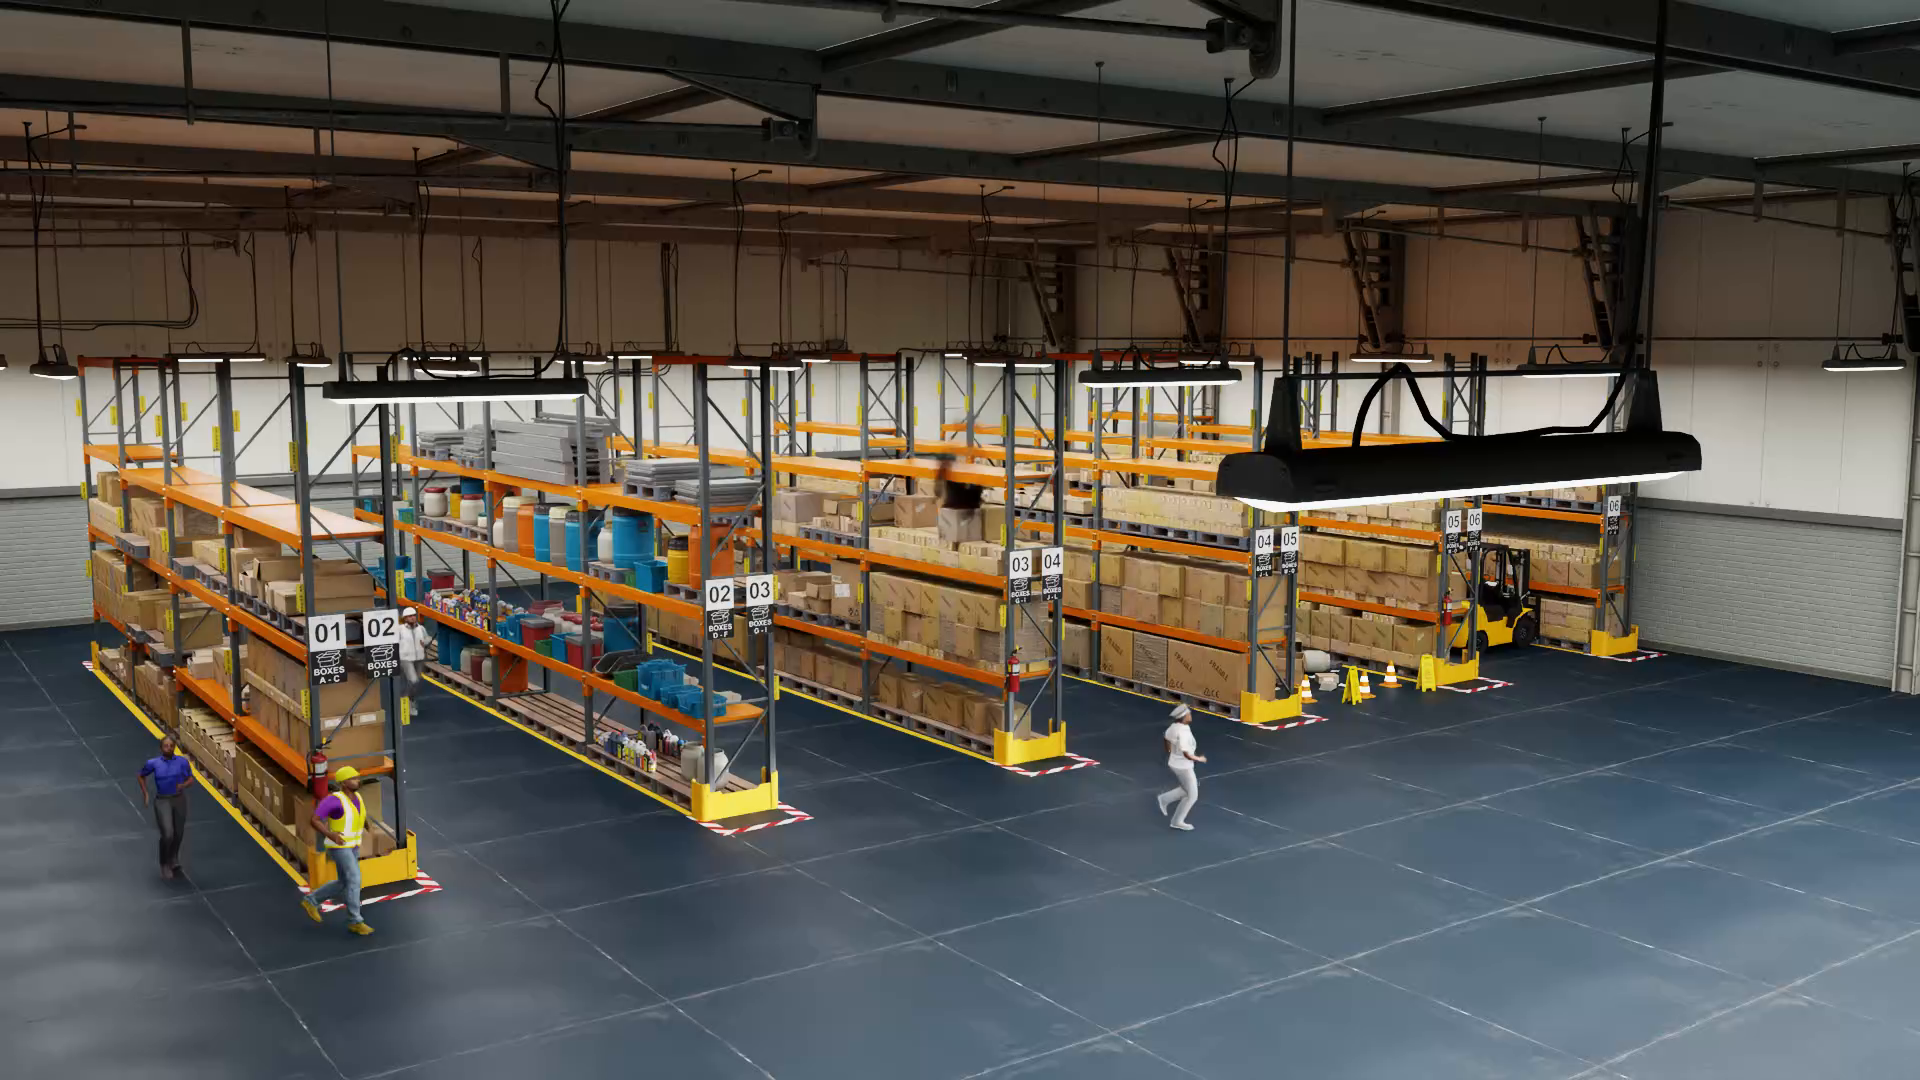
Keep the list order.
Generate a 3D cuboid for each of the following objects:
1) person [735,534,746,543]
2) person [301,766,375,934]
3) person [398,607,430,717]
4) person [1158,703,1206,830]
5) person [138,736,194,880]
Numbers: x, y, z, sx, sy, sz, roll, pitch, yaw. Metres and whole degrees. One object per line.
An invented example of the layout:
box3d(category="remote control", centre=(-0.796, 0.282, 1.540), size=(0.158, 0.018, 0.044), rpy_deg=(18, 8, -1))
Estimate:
box3d(category="person", centre=(-5.351, 0.622, 40.064), size=(0.718, 1.739, 0.564), rpy_deg=(1, 7, 7))
box3d(category="person", centre=(-6.650, 3.313, 17.970), size=(0.851, 1.754, 0.734), rpy_deg=(1, 7, 10))
box3d(category="person", centre=(-9.285, 2.047, 28.138), size=(0.767, 1.833, 0.625), rpy_deg=(7, 10, 43))
box3d(category="person", centre=(2.903, 2.921, 21.518), size=(0.550, 1.653, 0.596), rpy_deg=(-1, 7, -10))
box3d(category="person", centre=(-9.321, 3.148, 19.610), size=(0.542, 1.693, 0.716), rpy_deg=(-6, 9, -40))
